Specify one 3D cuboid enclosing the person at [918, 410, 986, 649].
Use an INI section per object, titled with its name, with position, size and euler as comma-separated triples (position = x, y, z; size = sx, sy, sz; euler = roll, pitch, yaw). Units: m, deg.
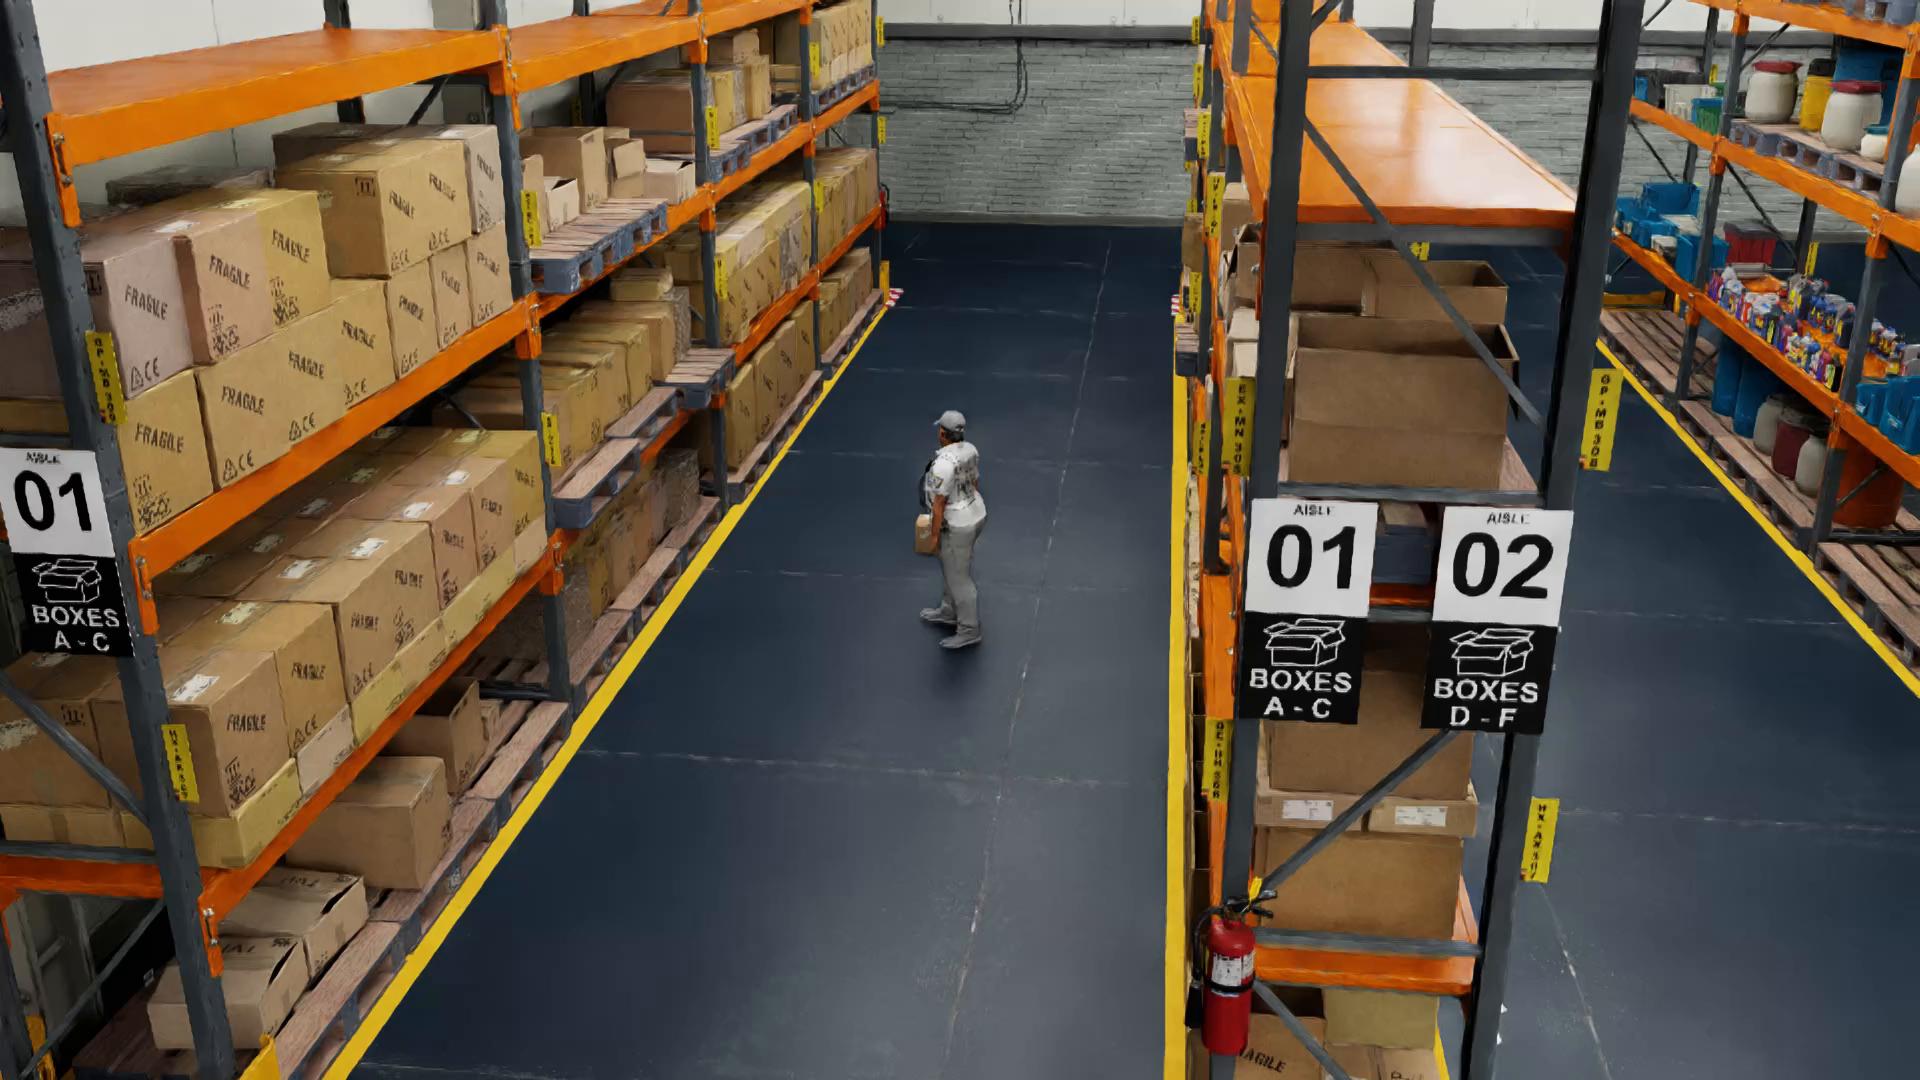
[person]
position = -0.071, -0.117, 11.721
size = 0.564, 1.658, 0.604
euler = 8, 23, 20
